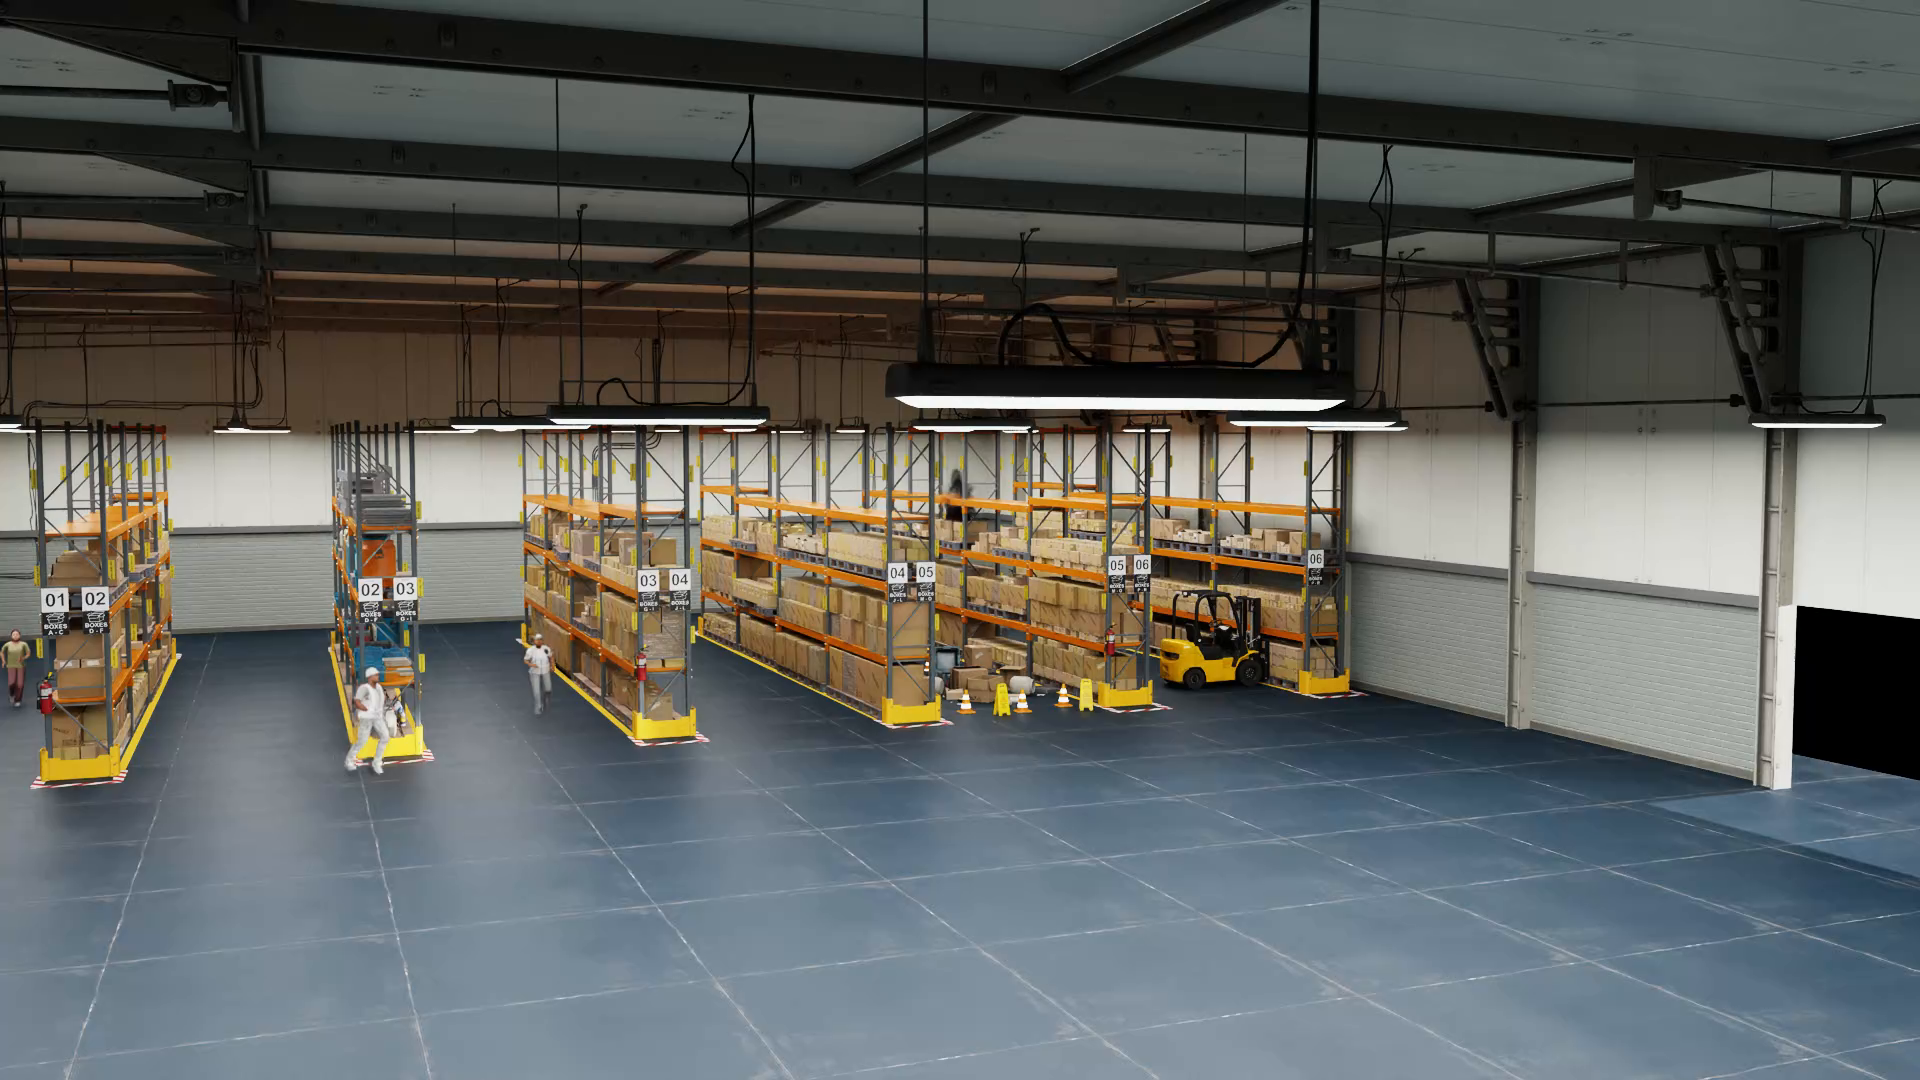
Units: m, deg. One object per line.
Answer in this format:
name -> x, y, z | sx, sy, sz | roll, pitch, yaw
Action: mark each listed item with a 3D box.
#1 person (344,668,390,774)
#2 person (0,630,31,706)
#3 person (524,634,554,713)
person -> -10.063, 3.078, 28.393 | 0.692, 1.802, 0.743 | 1, 4, 21
person -> -19.930, 2.706, 35.111 | 0.566, 1.629, 0.549 | -2, 4, -31
person -> -8.650, 2.764, 34.279 | 0.656, 1.637, 0.527 | -2, 4, -25
